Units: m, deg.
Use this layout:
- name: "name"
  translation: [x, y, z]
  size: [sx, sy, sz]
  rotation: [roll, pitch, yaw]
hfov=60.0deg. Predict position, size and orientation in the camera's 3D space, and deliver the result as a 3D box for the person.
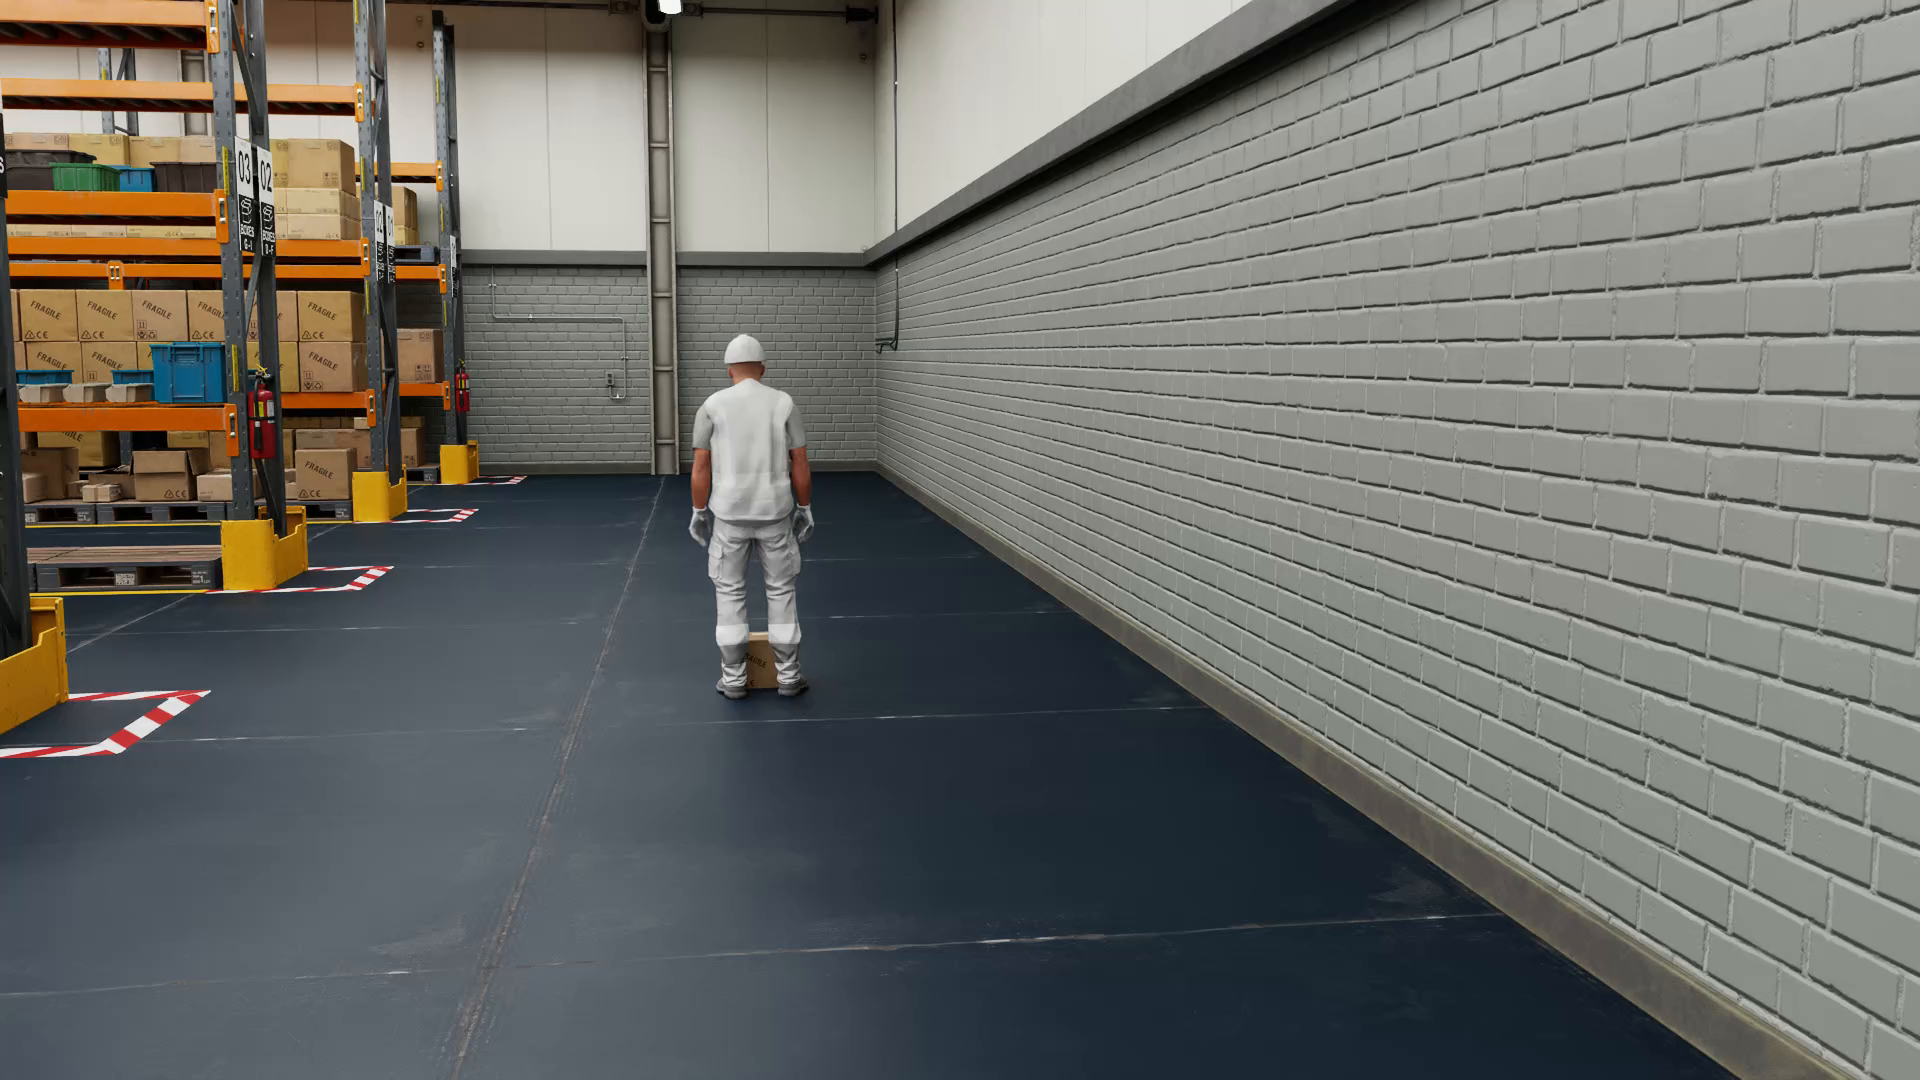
- name: "person"
  translation: [-1.024, -0.119, 8.204]
  size: [0.609, 1.779, 0.454]
  rotation: [-1, 6, -9]
